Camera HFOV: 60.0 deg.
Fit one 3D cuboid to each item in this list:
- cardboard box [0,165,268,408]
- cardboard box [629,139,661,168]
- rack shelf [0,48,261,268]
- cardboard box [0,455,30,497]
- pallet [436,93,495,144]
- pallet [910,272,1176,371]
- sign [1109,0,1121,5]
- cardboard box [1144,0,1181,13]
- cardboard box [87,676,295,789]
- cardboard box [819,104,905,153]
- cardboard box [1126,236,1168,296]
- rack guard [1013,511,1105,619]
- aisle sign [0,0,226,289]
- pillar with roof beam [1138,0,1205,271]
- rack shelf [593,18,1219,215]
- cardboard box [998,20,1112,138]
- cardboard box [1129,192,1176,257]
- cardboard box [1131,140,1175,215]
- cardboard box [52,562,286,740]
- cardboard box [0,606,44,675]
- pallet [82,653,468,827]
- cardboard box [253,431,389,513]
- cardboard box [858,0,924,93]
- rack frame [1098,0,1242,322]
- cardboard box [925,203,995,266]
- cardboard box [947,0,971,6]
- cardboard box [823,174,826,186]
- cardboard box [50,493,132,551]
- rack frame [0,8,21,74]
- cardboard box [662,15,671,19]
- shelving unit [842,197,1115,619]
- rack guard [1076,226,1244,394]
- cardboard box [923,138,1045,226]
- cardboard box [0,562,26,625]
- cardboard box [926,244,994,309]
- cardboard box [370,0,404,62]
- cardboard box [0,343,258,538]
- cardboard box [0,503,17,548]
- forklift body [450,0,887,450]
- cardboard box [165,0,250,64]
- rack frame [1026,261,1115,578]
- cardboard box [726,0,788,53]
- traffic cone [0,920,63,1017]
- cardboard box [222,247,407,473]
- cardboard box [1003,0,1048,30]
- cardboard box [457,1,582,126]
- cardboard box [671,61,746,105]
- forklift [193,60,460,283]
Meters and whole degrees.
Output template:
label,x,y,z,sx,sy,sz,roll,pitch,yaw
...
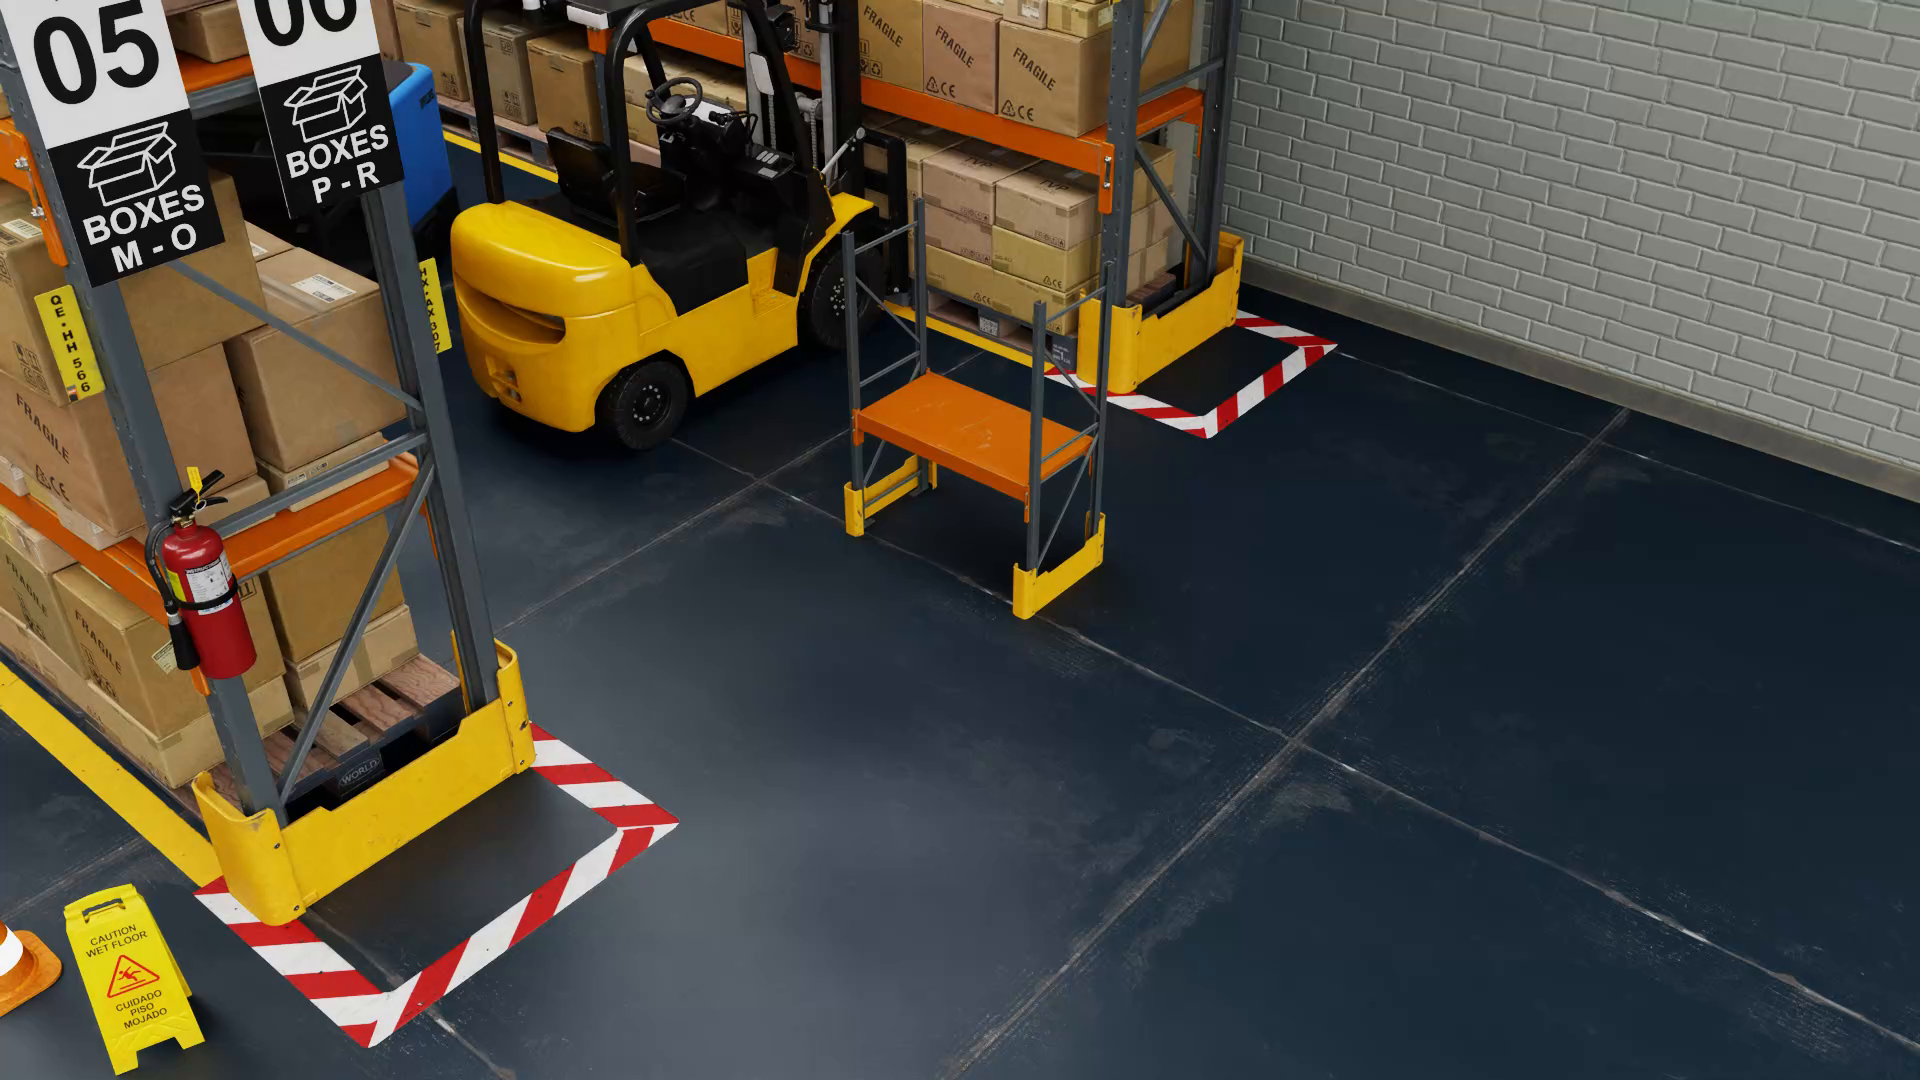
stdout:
label,x,y,z,sx,sy,sz,roll,pitch,yaw
cardboard box,-2.612,-0.831,5.077,0.500,0.500,0.700,24,41,31
cardboard box,-1.821,-2.495,10.792,0.500,0.250,0.500,26,42,32
rack shelf,-3.617,-1.830,5.750,4.000,0.370,1.077,25,42,32
cardboard box,-3.171,-0.330,5.803,0.250,0.149,0.380,26,42,33
pallet,-3.514,-3.317,12.394,1.213,0.211,1.003,25,42,32
pallet,0.478,-1.436,9.654,1.213,0.211,1.003,25,42,32
sign,0.735,-2.670,7.756,0.005,0.325,0.100,25,42,32
cardboard box,0.998,-2.871,8.619,0.250,0.149,0.380,24,41,31
cardboard box,-2.892,0.611,6.269,0.500,0.250,0.500,25,42,32
cardboard box,-0.636,-2.357,9.707,0.500,0.250,0.500,24,41,31
cardboard box,0.841,-1.629,9.530,0.500,0.250,0.500,25,42,32
rack guard,0.441,0.105,7.376,0.087,0.250,0.587,25,42,32
aisle sign,-2.218,-1.088,4.389,0.004,0.787,0.394,25,42,32
pillar with roof beam,-1.620,-3.571,5.000,0.400,9.000,9.100,25,42,32
rack shelf,-0.444,-2.754,9.746,4.000,0.370,1.077,25,42,32
cardboard box,0.547,-2.431,8.552,0.500,0.500,0.500,24,41,31
cardboard box,0.864,-1.833,9.385,0.500,0.250,0.500,26,42,33
cardboard box,0.845,-2.034,9.237,0.500,0.250,0.500,25,41,31
cardboard box,-2.863,0.309,6.046,0.500,0.500,0.500,26,42,32
cardboard box,-3.672,0.241,6.807,0.500,0.250,0.500,24,41,30
pallet,-2.740,0.647,6.621,1.213,0.211,1.003,25,42,32
cardboard box,-2.209,-0.275,5.722,0.250,0.149,0.380,25,42,32
cardboard box,-0.240,-2.809,9.102,0.500,0.500,0.500,24,41,31
rack frame,1.093,-2.326,8.488,0.127,3.000,1.000,25,42,32
cardboard box,0.140,-1.799,9.336,0.500,0.250,0.500,25,42,31
cardboard box,0.088,-2.933,8.711,0.250,0.149,0.380,25,42,32
cardboard box,-0.652,-2.159,9.861,0.500,0.250,0.500,25,42,32
cardboard box,-2.770,-0.148,5.537,0.250,0.149,0.380,25,42,31
rack frame,-2.080,-2.638,3.643,0.127,3.000,1.000,25,42,32
cardboard box,-1.807,-3.542,10.170,0.500,0.500,0.500,24,41,31
shelving unit,0.059,-0.591,7.285,1.083,1.500,0.587,25,42,32
rack guard,1.111,-1.287,9.183,0.348,0.500,1.175,25,42,32
cardboard box,0.143,-1.992,9.175,0.500,0.250,0.500,26,42,33
cardboard box,-3.649,-0.064,6.589,0.500,0.500,0.500,24,41,31
cardboard box,0.154,-1.583,9.463,0.500,0.250,0.500,25,42,32
cardboard box,-4.078,-3.953,12.583,0.625,0.625,0.875,27,43,33
cardboard box,-2.674,-0.406,5.340,0.500,0.500,0.500,24,41,31
cardboard box,-3.379,-0.154,6.148,0.250,0.149,0.380,26,42,33
forklift body,-1.532,-1.869,8.572,1.214,2.155,2.313,25,42,32
cardboard box,-2.127,-1.560,4.944,0.250,0.149,0.380,25,42,32
rack frame,0.456,-0.403,7.012,0.032,1.500,0.500,25,42,32
cardboard box,-1.007,-3.178,9.639,0.500,0.500,0.500,25,42,31
traffic cone,-3.236,1.286,5.469,0.334,0.463,0.336,25,42,32
cardboard box,-2.267,-0.621,5.654,0.500,0.500,0.500,25,41,31
cardboard box,0.432,-2.718,8.397,0.250,0.149,0.380,26,42,33
cardboard box,-2.981,-3.438,11.833,0.625,0.625,0.875,25,42,31
cardboard box,-1.424,-2.726,10.244,0.500,0.250,0.500,25,42,32
forklift,-3.856,-2.412,8.673,1.130,2.935,3.031,4,35,5
